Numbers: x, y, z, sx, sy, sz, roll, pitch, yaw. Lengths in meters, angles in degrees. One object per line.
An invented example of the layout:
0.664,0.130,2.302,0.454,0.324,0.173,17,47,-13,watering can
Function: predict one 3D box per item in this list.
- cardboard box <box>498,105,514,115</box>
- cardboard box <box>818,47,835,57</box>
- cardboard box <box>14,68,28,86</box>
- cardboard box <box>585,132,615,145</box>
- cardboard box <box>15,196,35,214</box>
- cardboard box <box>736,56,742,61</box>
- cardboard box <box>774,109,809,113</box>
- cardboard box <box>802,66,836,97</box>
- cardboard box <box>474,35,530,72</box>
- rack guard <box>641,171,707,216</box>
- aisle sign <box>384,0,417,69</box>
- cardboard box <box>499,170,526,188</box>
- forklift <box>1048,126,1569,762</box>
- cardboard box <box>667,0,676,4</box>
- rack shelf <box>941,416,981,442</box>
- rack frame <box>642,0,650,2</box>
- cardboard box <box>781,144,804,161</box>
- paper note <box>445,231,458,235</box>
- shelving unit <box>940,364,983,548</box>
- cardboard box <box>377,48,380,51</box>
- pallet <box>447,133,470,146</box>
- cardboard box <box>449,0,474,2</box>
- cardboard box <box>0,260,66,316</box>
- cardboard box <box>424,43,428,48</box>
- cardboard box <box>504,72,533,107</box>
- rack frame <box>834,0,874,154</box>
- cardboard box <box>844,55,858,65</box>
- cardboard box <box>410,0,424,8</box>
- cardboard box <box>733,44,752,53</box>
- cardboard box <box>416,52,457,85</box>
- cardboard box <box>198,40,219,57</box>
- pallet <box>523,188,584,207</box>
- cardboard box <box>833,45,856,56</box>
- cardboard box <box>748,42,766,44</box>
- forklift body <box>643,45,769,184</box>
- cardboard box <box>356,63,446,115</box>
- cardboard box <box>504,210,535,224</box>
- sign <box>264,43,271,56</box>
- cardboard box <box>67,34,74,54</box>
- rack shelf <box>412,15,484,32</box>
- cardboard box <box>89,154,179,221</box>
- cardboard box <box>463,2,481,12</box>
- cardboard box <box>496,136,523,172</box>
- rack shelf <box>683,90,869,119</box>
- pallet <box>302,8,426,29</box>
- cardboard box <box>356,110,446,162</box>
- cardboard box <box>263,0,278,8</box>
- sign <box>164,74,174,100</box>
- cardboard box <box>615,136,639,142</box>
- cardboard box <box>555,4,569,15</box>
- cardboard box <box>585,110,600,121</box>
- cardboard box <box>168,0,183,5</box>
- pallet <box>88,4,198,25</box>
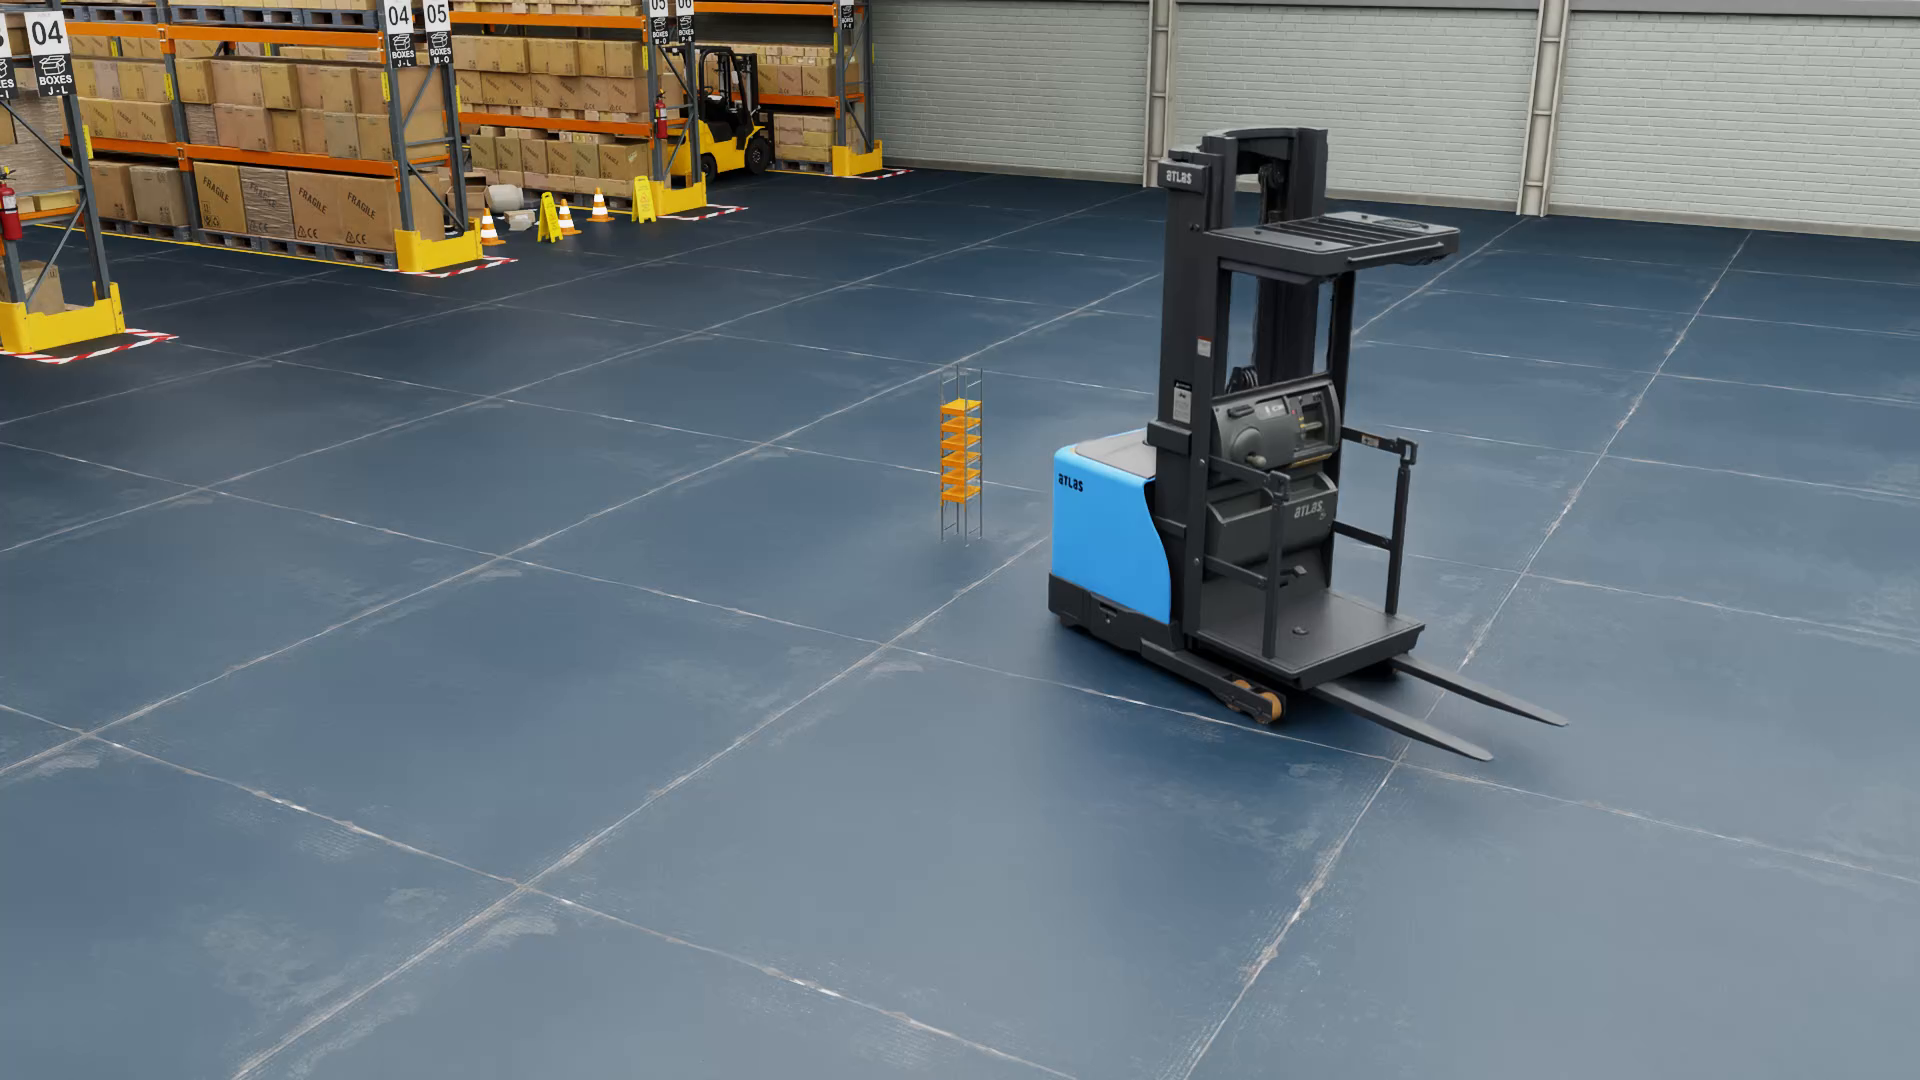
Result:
-6.910,-6.671,25.725,0.250,0.149,0.380,12,23,29,cardboard box
-2.226,-8.352,28.456,0.250,0.149,0.380,11,23,27,cardboard box
-13.151,-6.664,23.725,0.500,0.500,0.700,11,23,27,cardboard box
-5.408,-6.044,24.993,0.250,0.149,0.380,12,23,29,cardboard box
-9.410,-3.303,16.439,0.250,0.149,0.380,11,23,27,cardboard box
-3.812,-8.486,29.262,0.250,0.149,0.380,10,22,26,cardboard box
-3.007,-7.543,29.710,0.500,0.250,0.500,11,22,27,cardboard box
-2.368,-7.914,28.636,0.500,0.500,0.500,10,22,26,cardboard box
-7.007,-7.478,25.532,0.500,0.500,0.700,11,23,28,cardboard box
-4.294,-5.222,25.029,0.348,0.500,1.175,11,23,27,rack guard
-6.638,-6.015,19.737,0.004,0.787,0.394,11,23,27,aisle sign
-6.865,-5.691,26.071,0.500,0.250,0.500,12,23,30,cardboard box
1.827,-0.604,8.732,1.130,2.935,3.031,-15,25,-35,forklift
-4.537,-8.027,24.481,0.500,0.250,0.500,10,22,26,cardboard box
0.013,-0.745,11.087,0.180,0.103,0.258,11,23,27,rack shelf
-4.228,-9.205,23.545,0.127,3.000,1.000,11,23,27,rack frame
-2.804,-6.838,29.233,0.500,0.250,0.500,11,23,27,cardboard box
-7.058,-4.257,23.059,0.144,0.017,0.142,-16,26,-38,paper note
0.013,-0.562,11.154,0.189,1.200,0.258,11,23,27,shelving unit
-9.092,-7.898,26.590,0.250,0.149,0.380,10,22,25,cardboard box
-9.428,-8.018,33.160,1.213,0.211,1.003,11,23,27,pallet
-7.470,-8.375,25.439,0.500,0.250,0.500,10,22,26,cardboard box
-9.598,-2.566,17.090,0.500,0.500,0.500,16,25,37,cardboard box
-10.310,-9.656,32.818,0.637,0.503,0.797,10,22,26,cardboard box
-6.590,-6.917,25.452,0.500,0.500,0.500,11,22,27,cardboard box
-1.811,-7.863,28.643,0.127,3.000,1.000,11,23,27,rack frame
-1.980,-8.349,28.884,0.250,0.149,0.380,10,22,26,cardboard box
-6.697,-6.583,20.322,0.250,0.149,0.380,11,23,28,cardboard box
-3.779,-8.652,29.284,0.250,0.149,0.380,11,23,28,cardboard box
-8.235,-7.443,26.286,0.500,0.500,0.500,10,22,26,cardboard box
-12.673,-8.408,28.532,0.500,0.500,0.500,11,23,27,cardboard box
-6.047,-5.436,26.040,1.213,0.211,1.003,11,23,27,pallet
-2.000,-8.474,28.794,0.250,0.149,0.380,10,22,26,cardboard box
-3.568,-8.783,29.645,0.250,0.149,0.380,12,23,29,cardboard box
-4.356,-7.236,28.160,1.214,2.155,2.313,11,23,27,forklift body
-6.859,-5.546,20.451,0.550,0.550,0.875,11,23,27,cardboard box
-6.357,-4.661,23.997,0.380,0.149,0.250,-11,23,-29,cardboard box
-11.480,-8.094,27.581,0.005,0.325,0.100,11,23,27,sign
-16.139,-9.062,30.337,0.500,0.500,0.500,11,23,28,cardboard box
-9.466,-8.455,26.930,4.000,0.370,1.077,11,23,27,rack shelf
-11.472,-4.937,23.261,0.750,0.750,1.050,11,23,27,cardboard box
-7.367,-8.156,25.421,0.250,0.149,0.380,11,23,27,cardboard box
-6.864,-6.043,25.943,0.500,0.500,0.500,12,23,29,cardboard box
-3.557,-7.858,29.683,4.000,0.370,1.077,11,23,27,rack shelf
-7.207,-6.383,20.294,1.213,0.211,1.003,11,23,27,pallet
-6.900,-5.013,20.567,0.550,0.550,0.875,11,23,27,cardboard box
-8.341,-6.639,20.476,0.250,0.149,0.380,11,23,28,cardboard box
-10.302,-5.904,21.659,0.005,0.325,0.100,11,23,27,sign
-5.277,-5.948,25.681,0.500,0.500,0.500,10,22,25,cardboard box
-5.780,-7.874,24.643,0.250,0.149,0.380,10,22,26,cardboard box
-5.387,-6.357,24.860,0.250,0.149,0.380,11,23,28,cardboard box
-9.894,-6.934,21.290,0.250,0.149,0.380,10,22,26,cardboard box
-10.870,-7.018,22.194,1.217,0.209,0.805,10,22,25,pallet
